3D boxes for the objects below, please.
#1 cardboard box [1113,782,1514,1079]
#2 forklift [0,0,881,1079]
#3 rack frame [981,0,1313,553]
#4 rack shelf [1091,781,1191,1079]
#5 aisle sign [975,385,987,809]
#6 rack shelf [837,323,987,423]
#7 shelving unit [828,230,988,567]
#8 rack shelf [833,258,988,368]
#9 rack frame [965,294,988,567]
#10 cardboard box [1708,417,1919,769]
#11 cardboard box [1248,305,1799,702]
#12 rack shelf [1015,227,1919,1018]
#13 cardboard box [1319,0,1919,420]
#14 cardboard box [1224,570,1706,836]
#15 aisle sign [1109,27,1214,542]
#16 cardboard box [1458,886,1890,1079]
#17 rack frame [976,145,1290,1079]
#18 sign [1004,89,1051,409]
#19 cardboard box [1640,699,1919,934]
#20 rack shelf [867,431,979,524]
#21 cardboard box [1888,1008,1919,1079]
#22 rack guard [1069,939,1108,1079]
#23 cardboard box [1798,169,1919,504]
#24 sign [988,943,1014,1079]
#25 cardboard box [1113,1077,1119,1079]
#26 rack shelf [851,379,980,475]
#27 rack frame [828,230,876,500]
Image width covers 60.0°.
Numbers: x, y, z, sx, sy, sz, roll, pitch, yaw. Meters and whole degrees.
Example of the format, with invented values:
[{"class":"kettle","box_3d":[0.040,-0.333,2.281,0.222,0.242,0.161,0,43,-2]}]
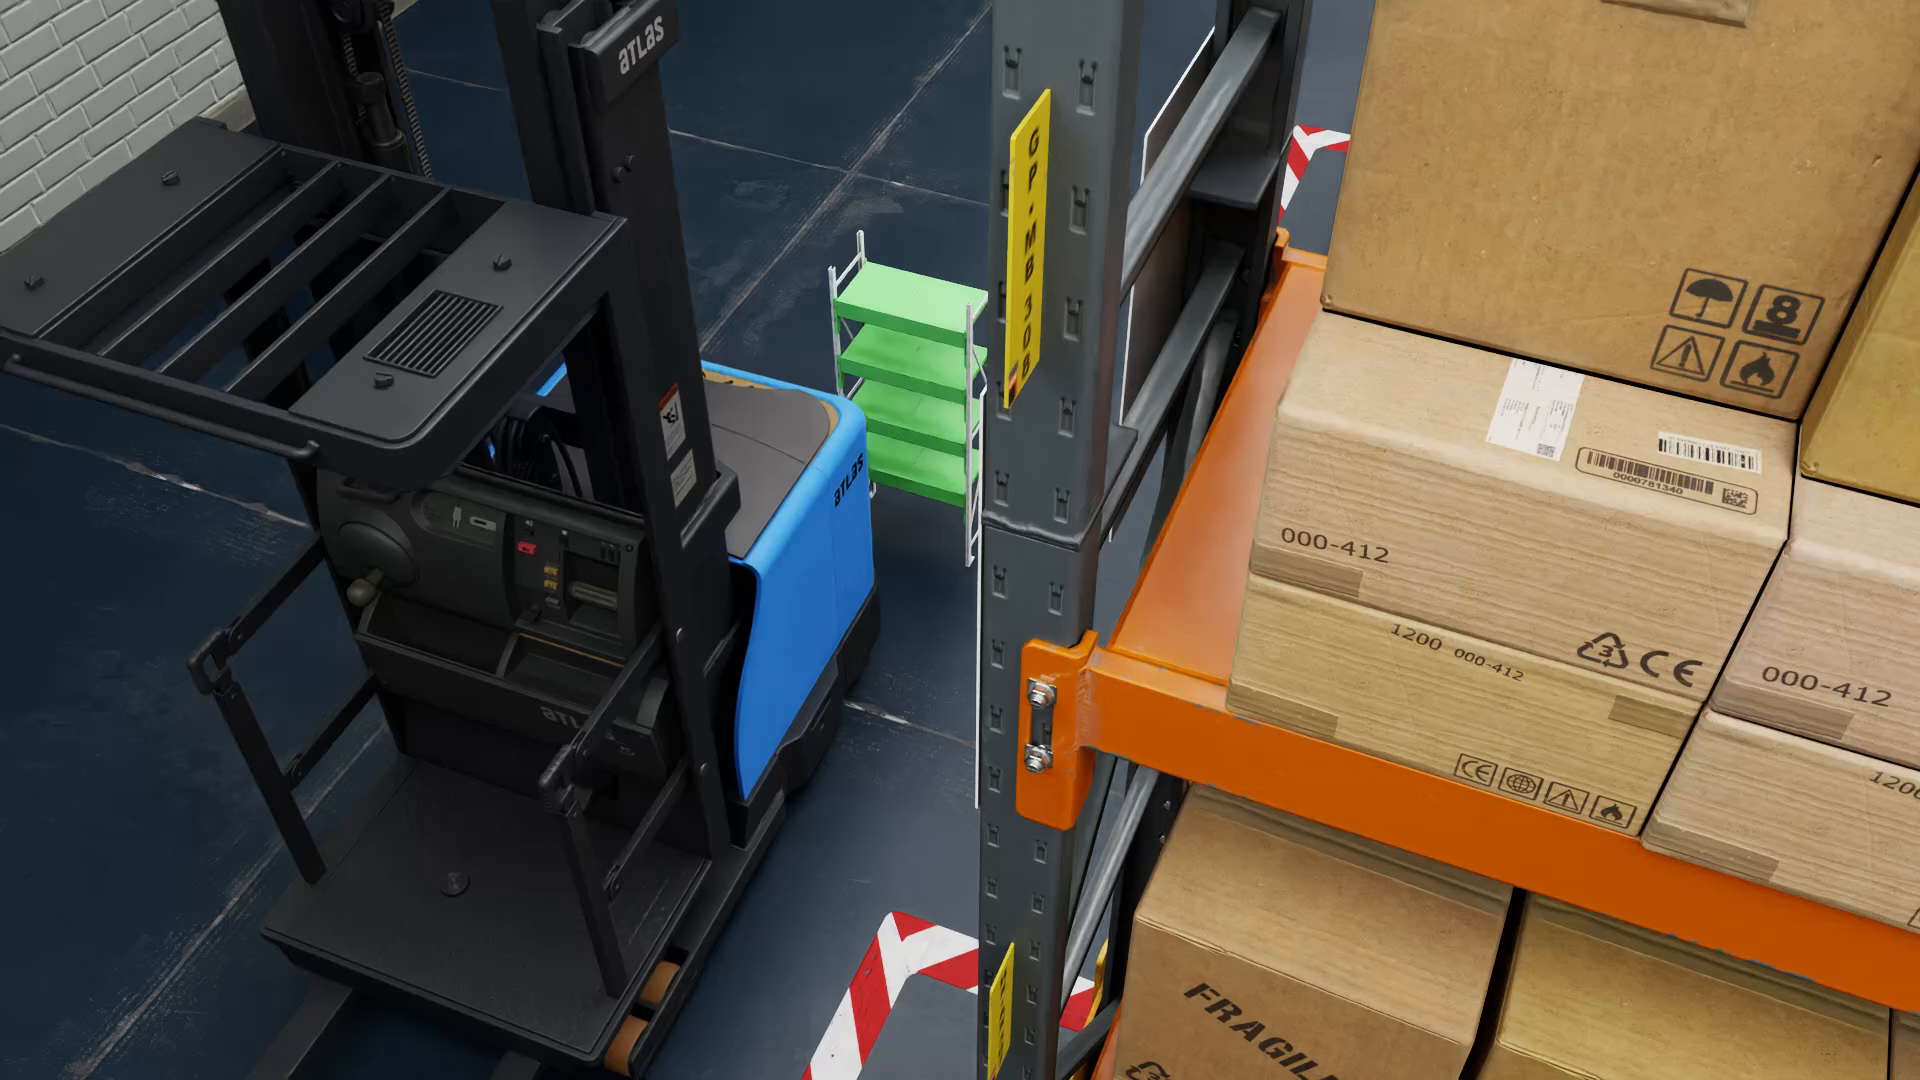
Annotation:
[{"class":"cardboard box","box_3d":[0.584,0.638,2.702,0.500,0.500,0.500,18,48,17]},{"class":"forklift","box_3d":[-1.291,0.135,4.037,1.130,2.935,3.031,16,47,15]},{"class":"rack frame","box_3d":[0.276,-1.391,1.268,0.127,3.000,1.000,16,47,16]},{"class":"rack shelf","box_3d":[2.122,1.534,3.092,4.000,0.370,1.077,16,47,16]},{"class":"aisle sign","box_3d":[0.100,-0.013,2.293,0.004,0.787,0.394,16,47,16]},{"class":"rack shelf","box_3d":[-0.153,-0.595,5.748,0.480,0.148,0.258,16,47,16]},{"class":"shelving unit","box_3d":[-0.153,-0.470,5.872,0.503,1.200,0.258,16,47,16]},{"class":"rack shelf","box_3d":[-0.153,-0.765,5.579,0.480,0.148,0.258,16,47,16]},{"class":"rack frame","box_3d":[0.072,-0.404,5.805,0.015,1.200,0.240,16,47,16]},{"class":"cardboard box","box_3d":[1.109,-0.002,1.751,0.500,0.250,0.500,16,47,16]},{"class":"cardboard box","box_3d":[0.650,-0.143,1.892,0.500,0.250,0.500,16,47,16]},{"class":"rack shelf","box_3d":[2.122,0.471,2.034,4.000,0.370,1.077,16,47,16]},{"class":"cardboard box","box_3d":[0.757,-0.588,1.808,0.500,0.500,0.700,16,47,16]},{"class":"cardboard box","box_3d":[0.652,0.031,2.072,0.500,0.250,0.500,16,47,16]},{"class":"aisle sign","box_3d":[0.331,-0.404,2.686,0.004,0.787,0.394,16,47,16]},{"class":"cardboard box","box_3d":[1.070,0.775,2.564,0.500,0.500,0.500,17,47,16]},{"class":"rack frame","box_3d":[0.276,0.736,3.384,0.127,3.000,1.000,16,47,16]},{"class":"sign","box_3d":[0.067,-0.284,1.662,0.005,0.325,0.100,16,47,16]},{"class":"cardboard box","box_3d":[1.109,0.175,1.927,0.500,0.250,0.500,16,47,16]},{"class":"rack shelf","box_3d":[-0.153,-0.255,6.086,0.480,0.148,0.258,16,47,16]},{"class":"cardboard box","box_3d":[1.529,0.914,2.425,0.500,0.500,0.500,17,47,16]},{"class":"rack guard","box_3d":[0.346,1.643,4.245,0.348,0.500,1.175,16,47,16]},{"class":"cardboard box","box_3d":[1.185,-0.398,1.616,0.500,0.500,0.700,16,47,16]},{"class":"sign","box_3d":[0.067,0.782,2.723,0.005,0.325,0.100,16,47,16]},{"class":"cardboard box","box_3d":[0.584,0.993,3.055,0.500,0.500,0.500,17,47,17]},{"class":"rack shelf","box_3d":[-0.153,-0.425,5.917,0.480,0.148,0.258,16,47,16]},{"class":"rack frame","box_3d":[-0.378,-0.537,5.939,0.015,1.200,0.240,16,47,16]}]
